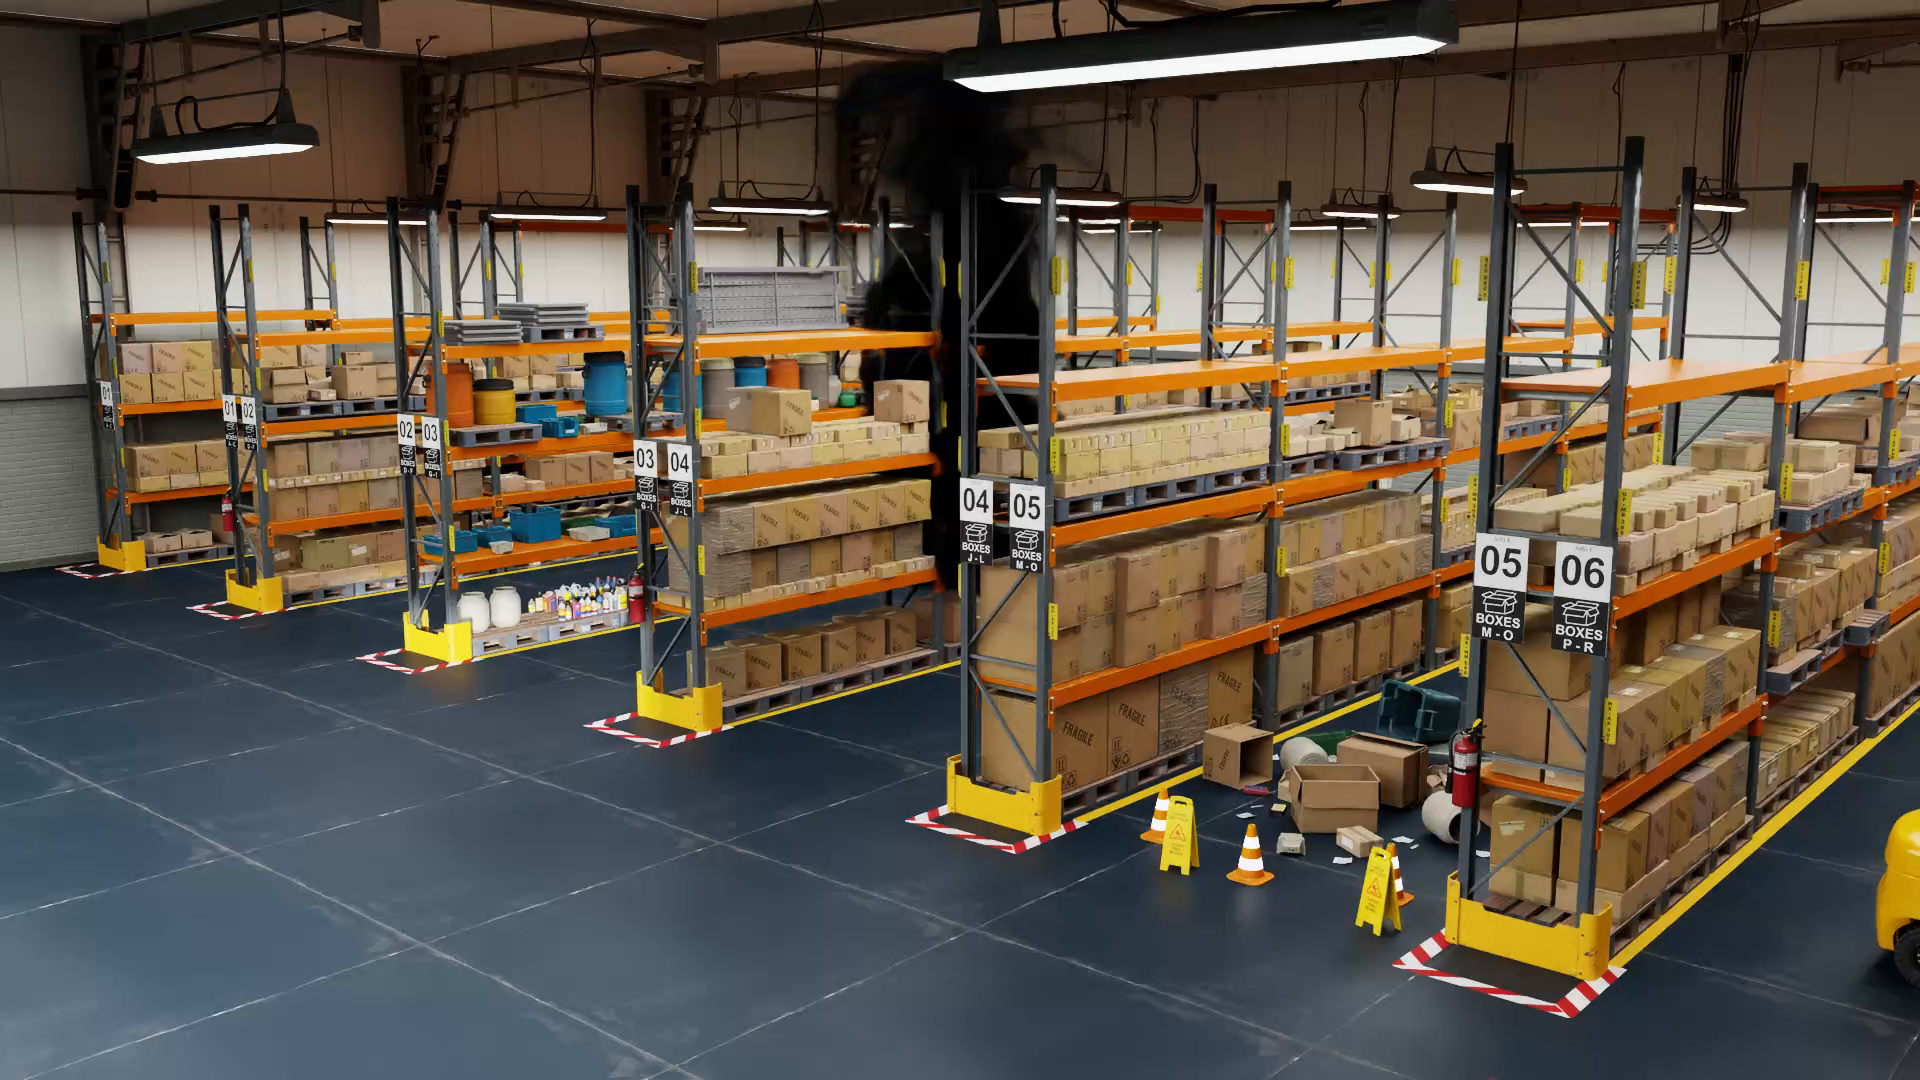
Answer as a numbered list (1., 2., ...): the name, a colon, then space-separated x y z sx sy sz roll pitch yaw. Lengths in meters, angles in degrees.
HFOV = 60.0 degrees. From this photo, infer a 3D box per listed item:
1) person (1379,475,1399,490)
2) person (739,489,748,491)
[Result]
1. person: 8.085 -0.999 31.962 0.664 1.776 0.766 -7 12 -36
2. person: -3.878 -0.637 27.864 0.683 1.820 0.790 7 12 36
